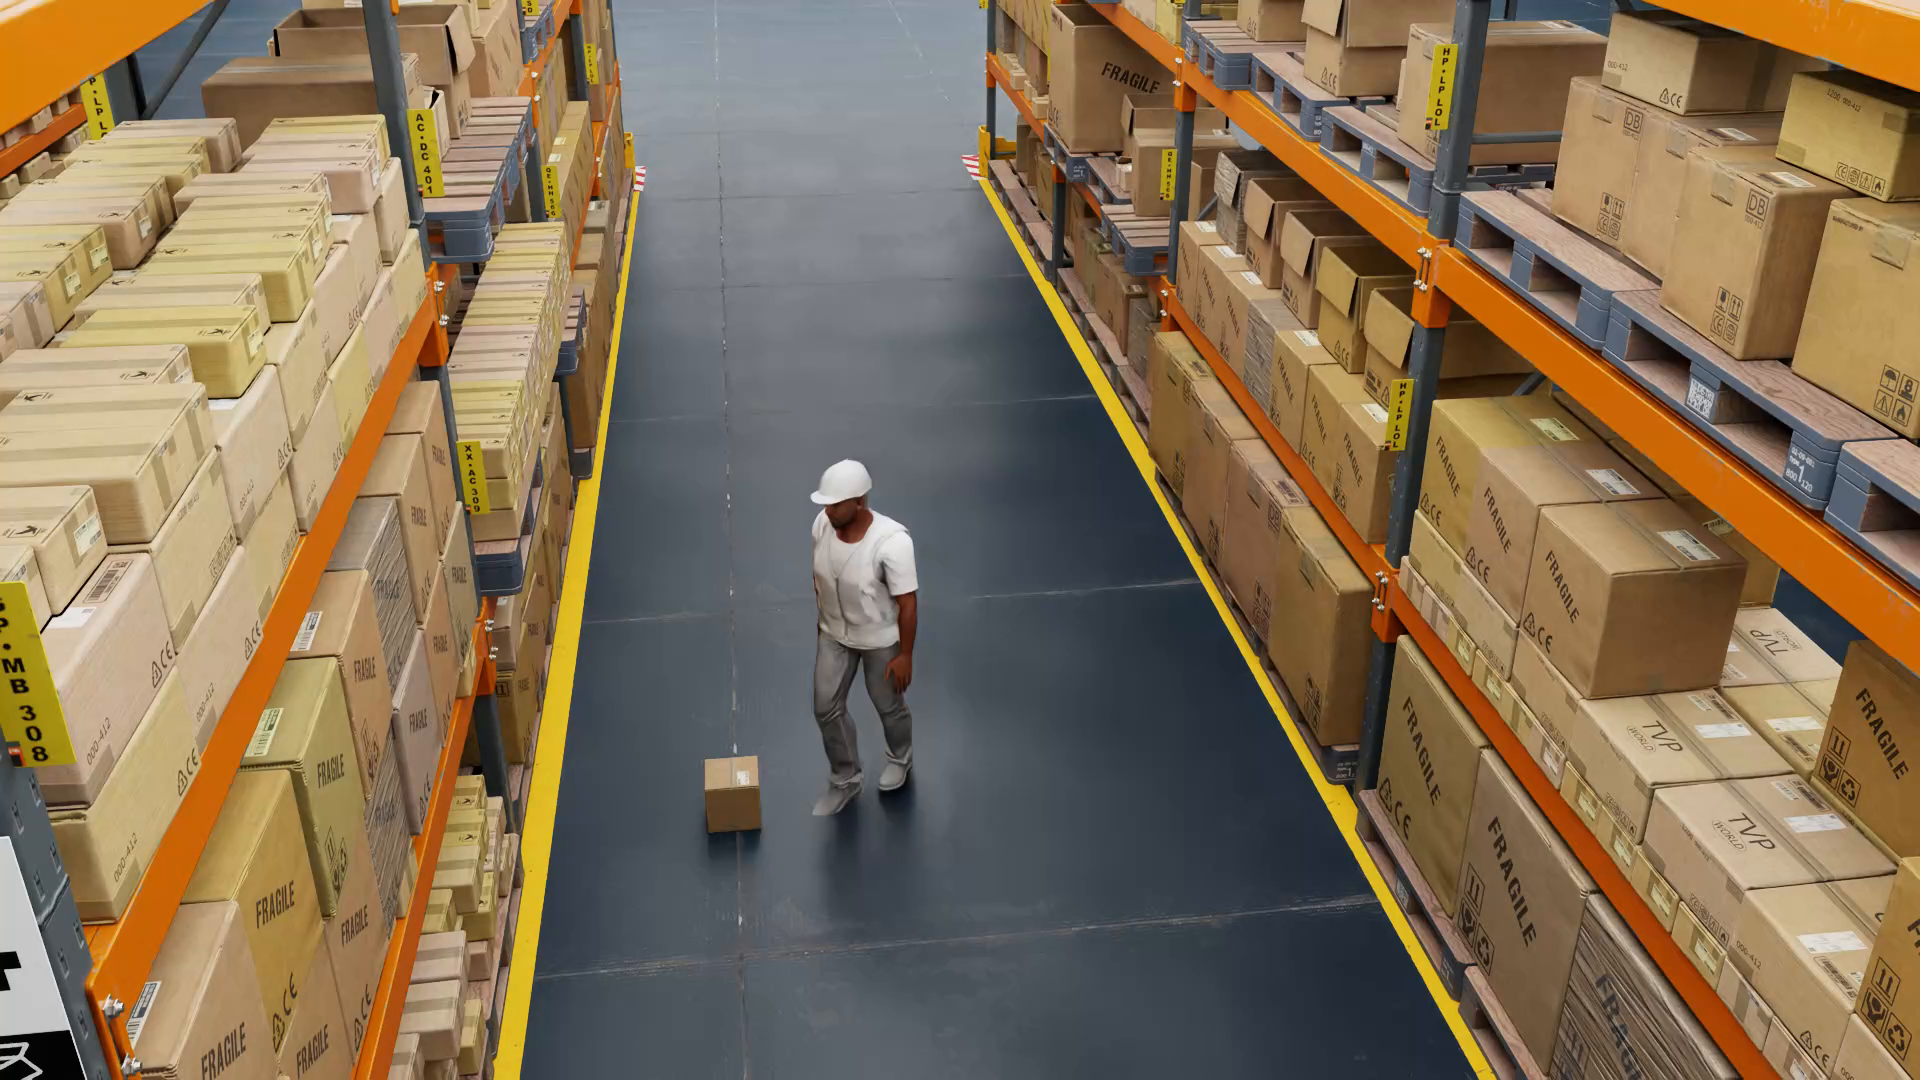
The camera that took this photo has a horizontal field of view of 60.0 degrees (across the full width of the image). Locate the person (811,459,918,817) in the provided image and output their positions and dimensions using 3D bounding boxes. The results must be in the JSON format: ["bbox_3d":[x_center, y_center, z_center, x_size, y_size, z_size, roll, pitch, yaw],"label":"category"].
[{"bbox_3d":[-0.440,0.458,7.716,0.621,1.810,0.581,13,30,23],"label":"person"}]
